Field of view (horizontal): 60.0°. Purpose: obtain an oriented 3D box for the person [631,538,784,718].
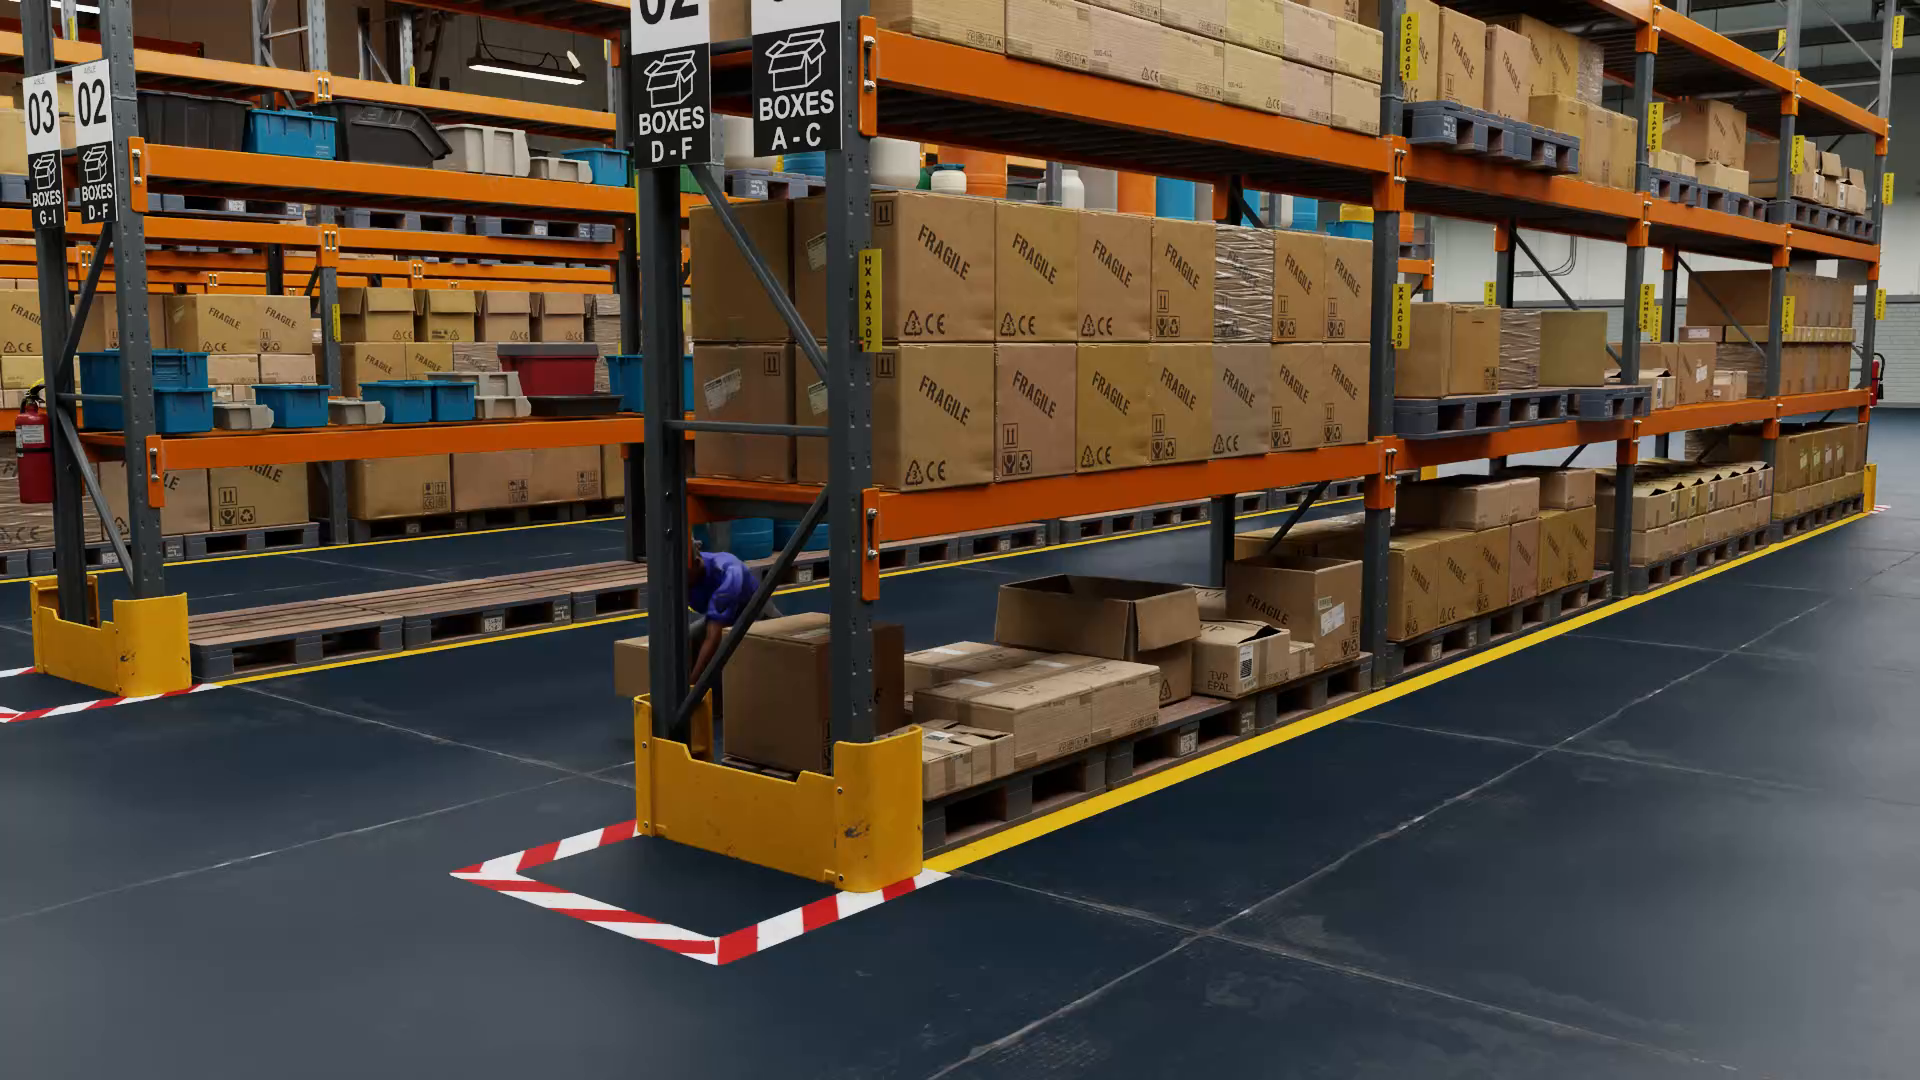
[{"bbox_3d":[-1.167,0.421,7.850,0.483,0.929,0.824,5,9,38],"label":"person"}]
